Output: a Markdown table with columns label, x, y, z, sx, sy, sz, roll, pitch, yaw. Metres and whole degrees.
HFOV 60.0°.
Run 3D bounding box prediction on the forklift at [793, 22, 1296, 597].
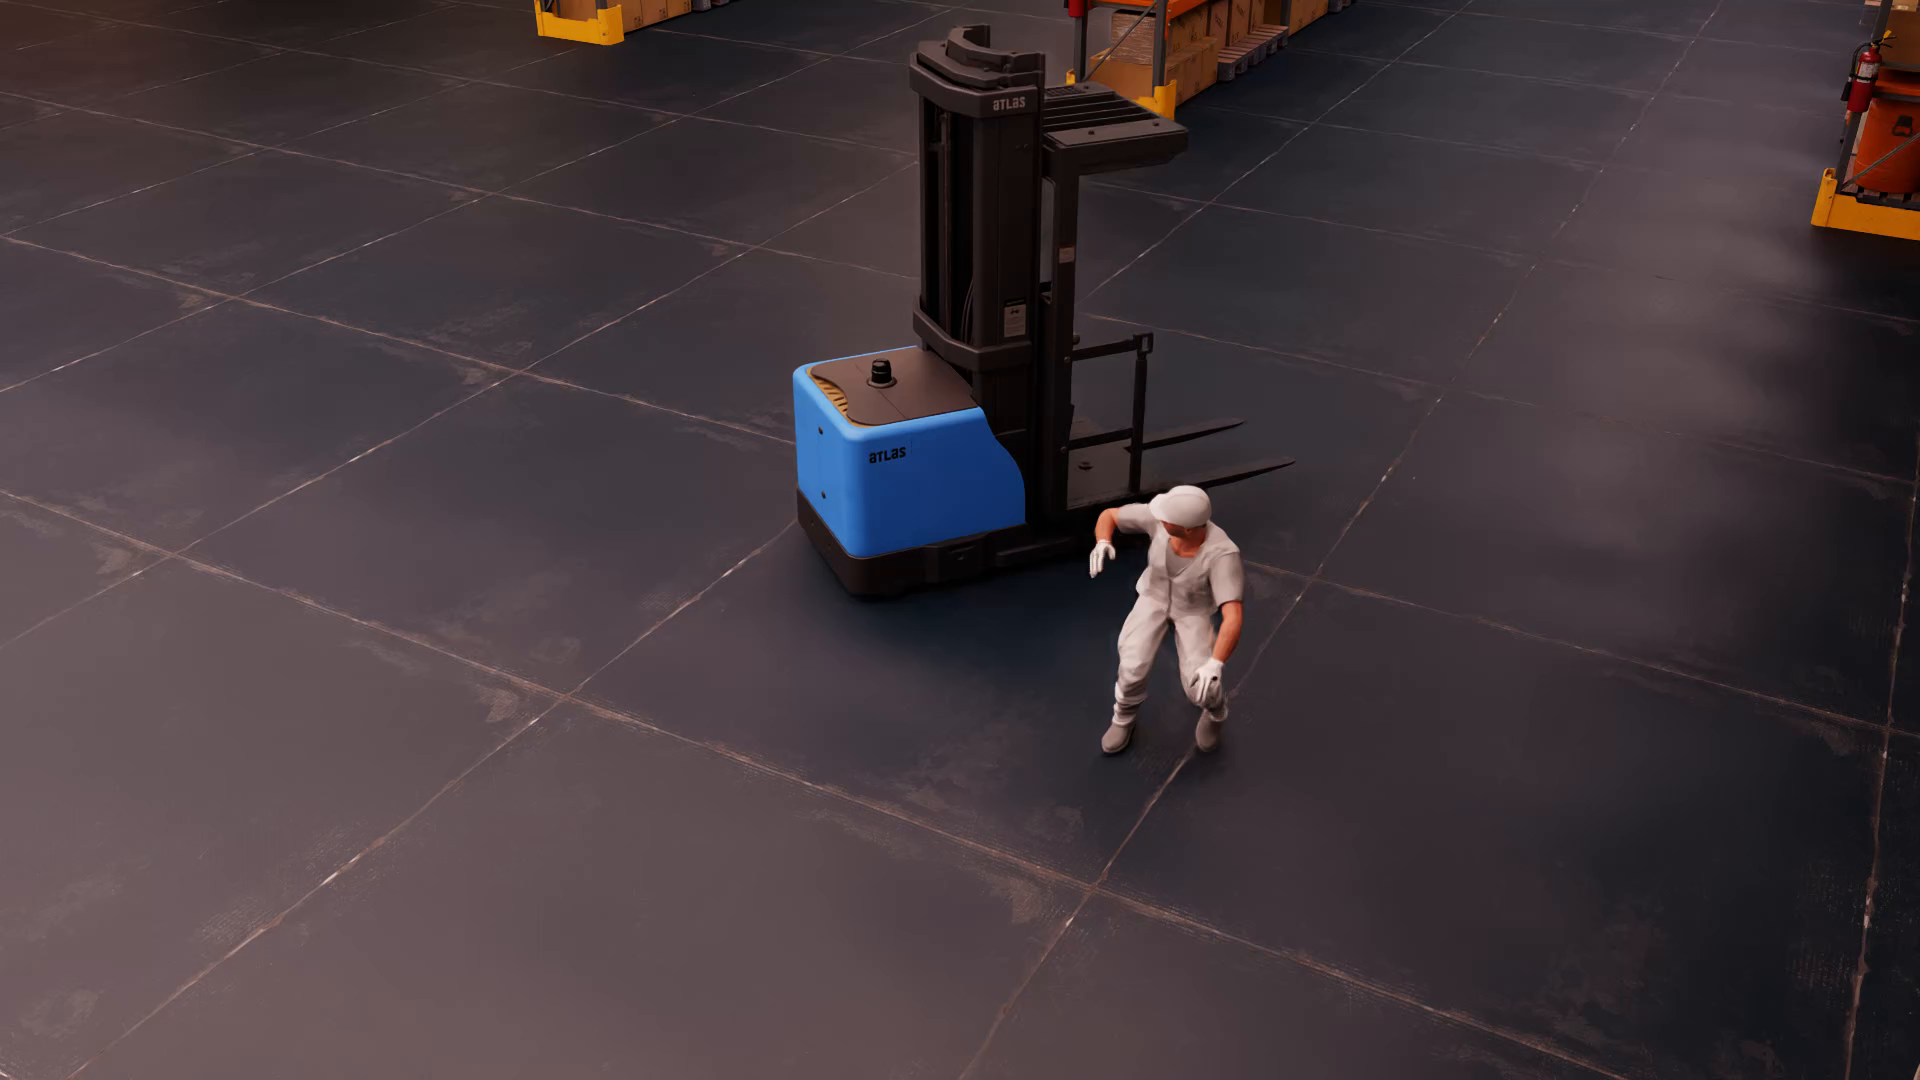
| label | x | y | z | sx | sy | sz | roll | pitch | yaw |
| --- | --- | --- | --- | --- | --- | --- | --- | --- | --- |
| forklift | 0.584 | -1.422 | 9.534 | 3.031 | 2.935 | 1.130 | -12 | 32 | -20 |

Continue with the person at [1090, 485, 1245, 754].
| label | x | y | z | sx | sy | sz | roll | pitch | yaw |
| --- | --- | --- | --- | --- | --- | --- | --- | --- | --- |
| person | 0.950 | 0.406 | 7.825 | 0.804 | 1.497 | 0.938 | 12 | 32 | 20 |
